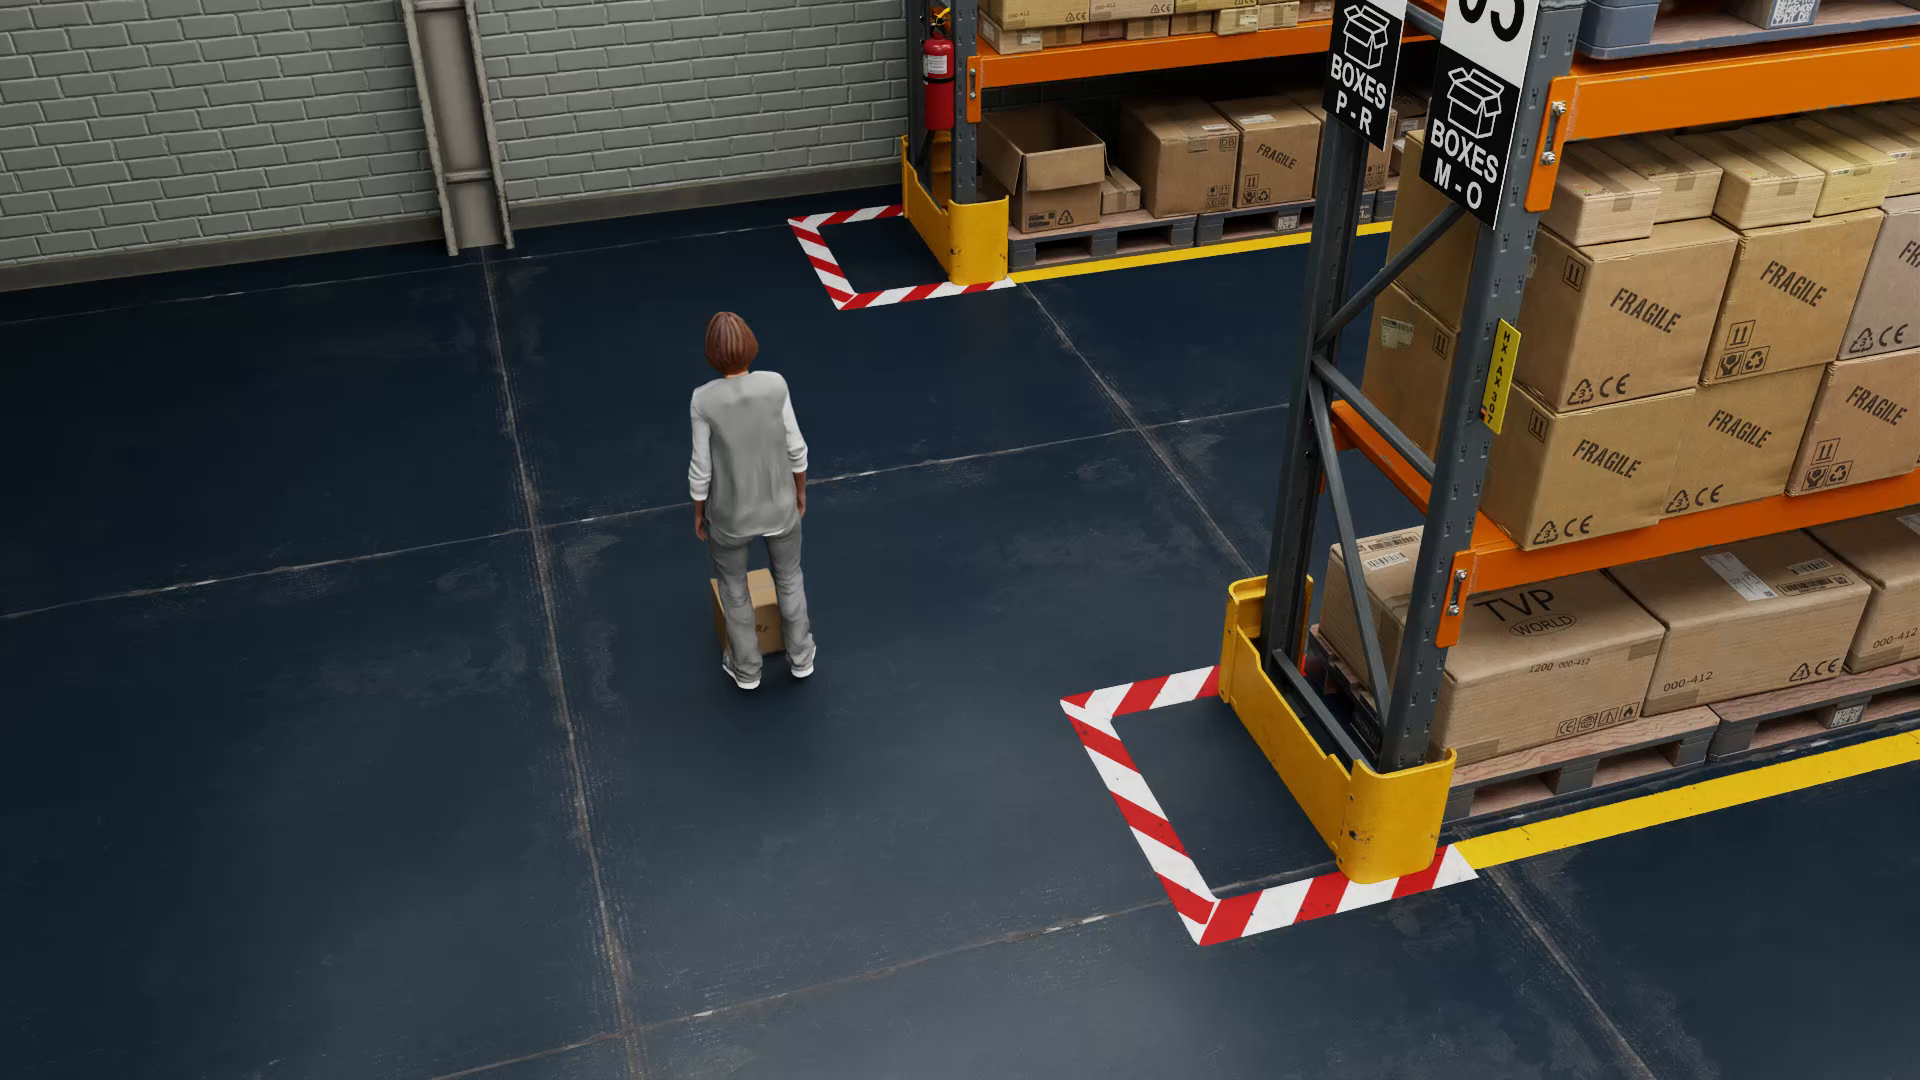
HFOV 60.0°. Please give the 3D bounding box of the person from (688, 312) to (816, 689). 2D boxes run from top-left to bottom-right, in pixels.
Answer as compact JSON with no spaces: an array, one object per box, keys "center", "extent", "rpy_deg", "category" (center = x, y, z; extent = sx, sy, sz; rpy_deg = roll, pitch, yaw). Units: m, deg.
[{"center":[-0.791,-0.114,6.321],"extent":[0.466,1.591,0.346],"rpy_deg":[-12,36,-16],"category":"person"}]
